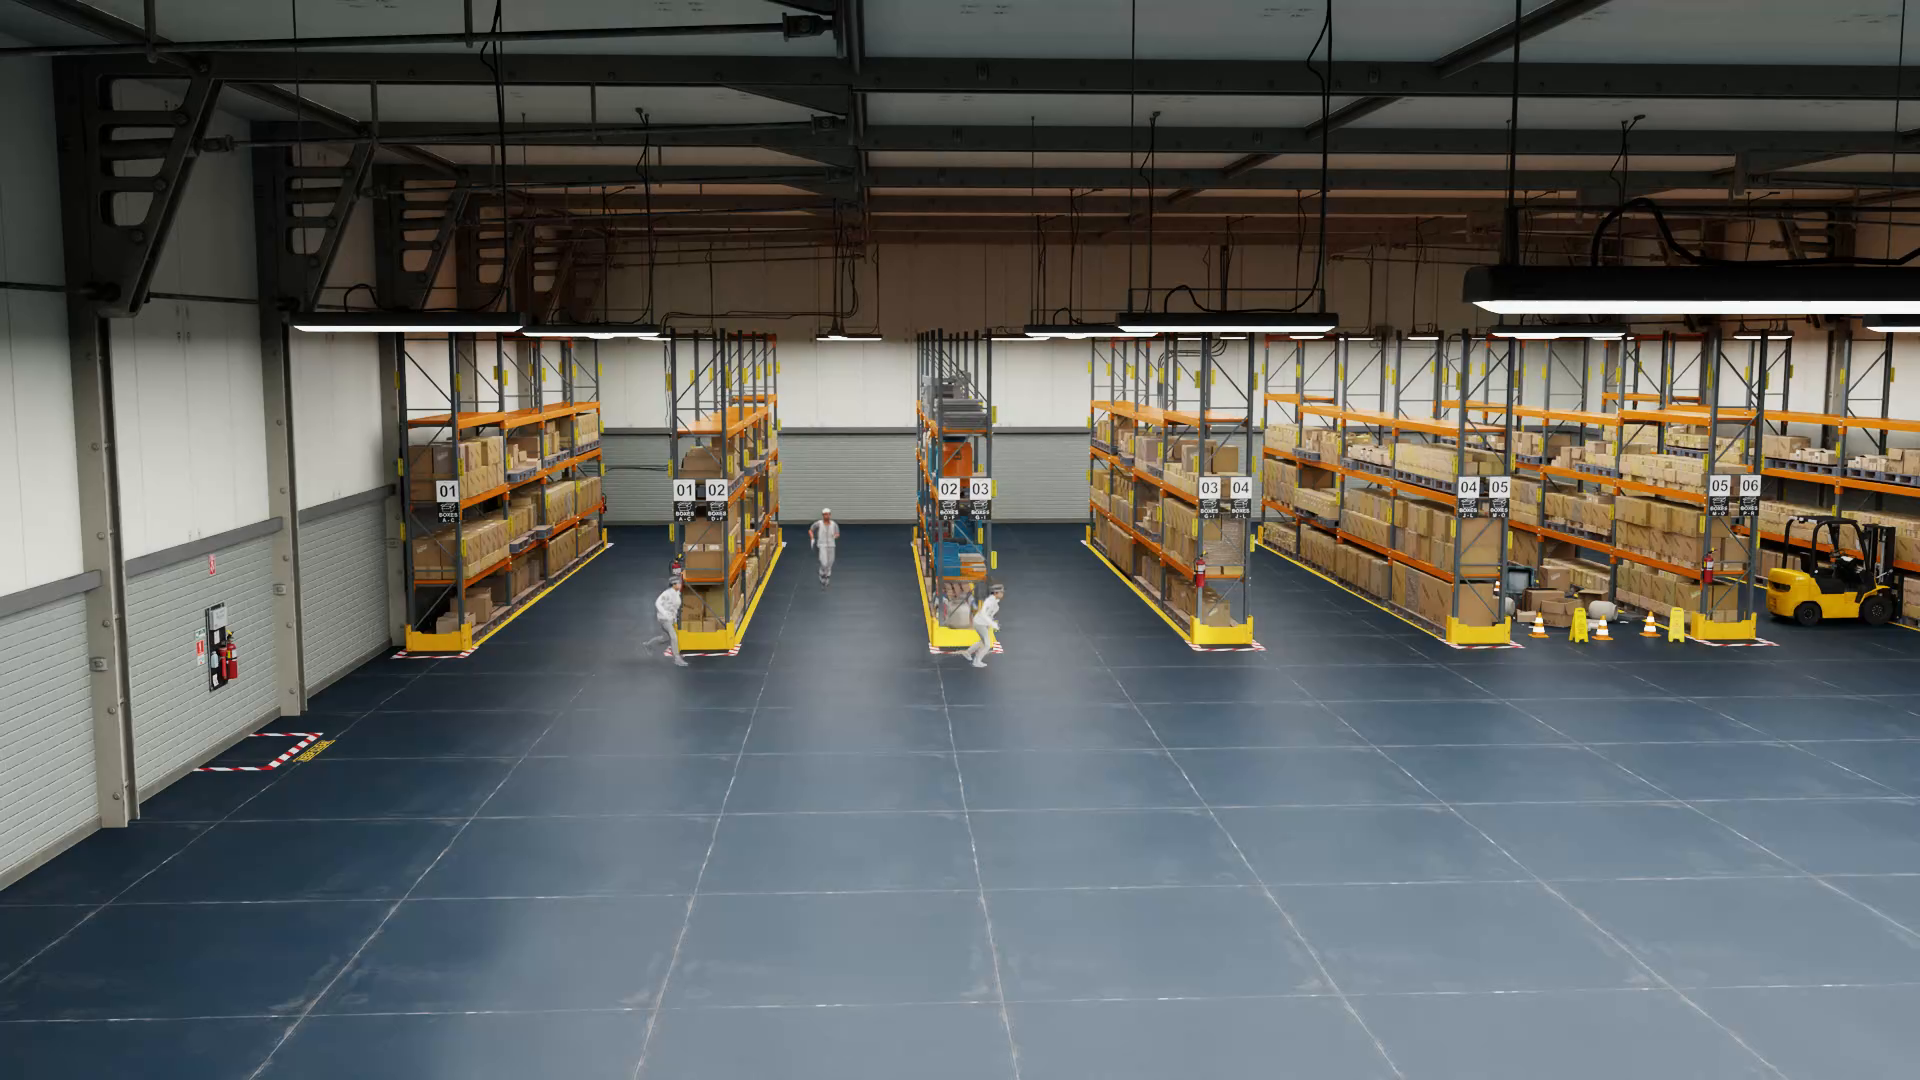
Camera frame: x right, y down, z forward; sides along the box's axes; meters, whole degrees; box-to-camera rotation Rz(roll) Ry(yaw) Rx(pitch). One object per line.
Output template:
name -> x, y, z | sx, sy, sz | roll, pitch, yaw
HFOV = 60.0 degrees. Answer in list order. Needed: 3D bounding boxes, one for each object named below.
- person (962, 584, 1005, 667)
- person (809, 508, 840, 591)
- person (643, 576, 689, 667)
person -> 0.400, 1.511, 29.469 | 0.842, 1.508, 0.578 | 2, 7, 17
person -> -2.968, 0.212, 36.905 | 0.647, 1.835, 0.687 | -2, 7, -19
person -> -5.286, 1.431, 29.691 | 0.935, 1.640, 0.603 | 3, 8, 26
